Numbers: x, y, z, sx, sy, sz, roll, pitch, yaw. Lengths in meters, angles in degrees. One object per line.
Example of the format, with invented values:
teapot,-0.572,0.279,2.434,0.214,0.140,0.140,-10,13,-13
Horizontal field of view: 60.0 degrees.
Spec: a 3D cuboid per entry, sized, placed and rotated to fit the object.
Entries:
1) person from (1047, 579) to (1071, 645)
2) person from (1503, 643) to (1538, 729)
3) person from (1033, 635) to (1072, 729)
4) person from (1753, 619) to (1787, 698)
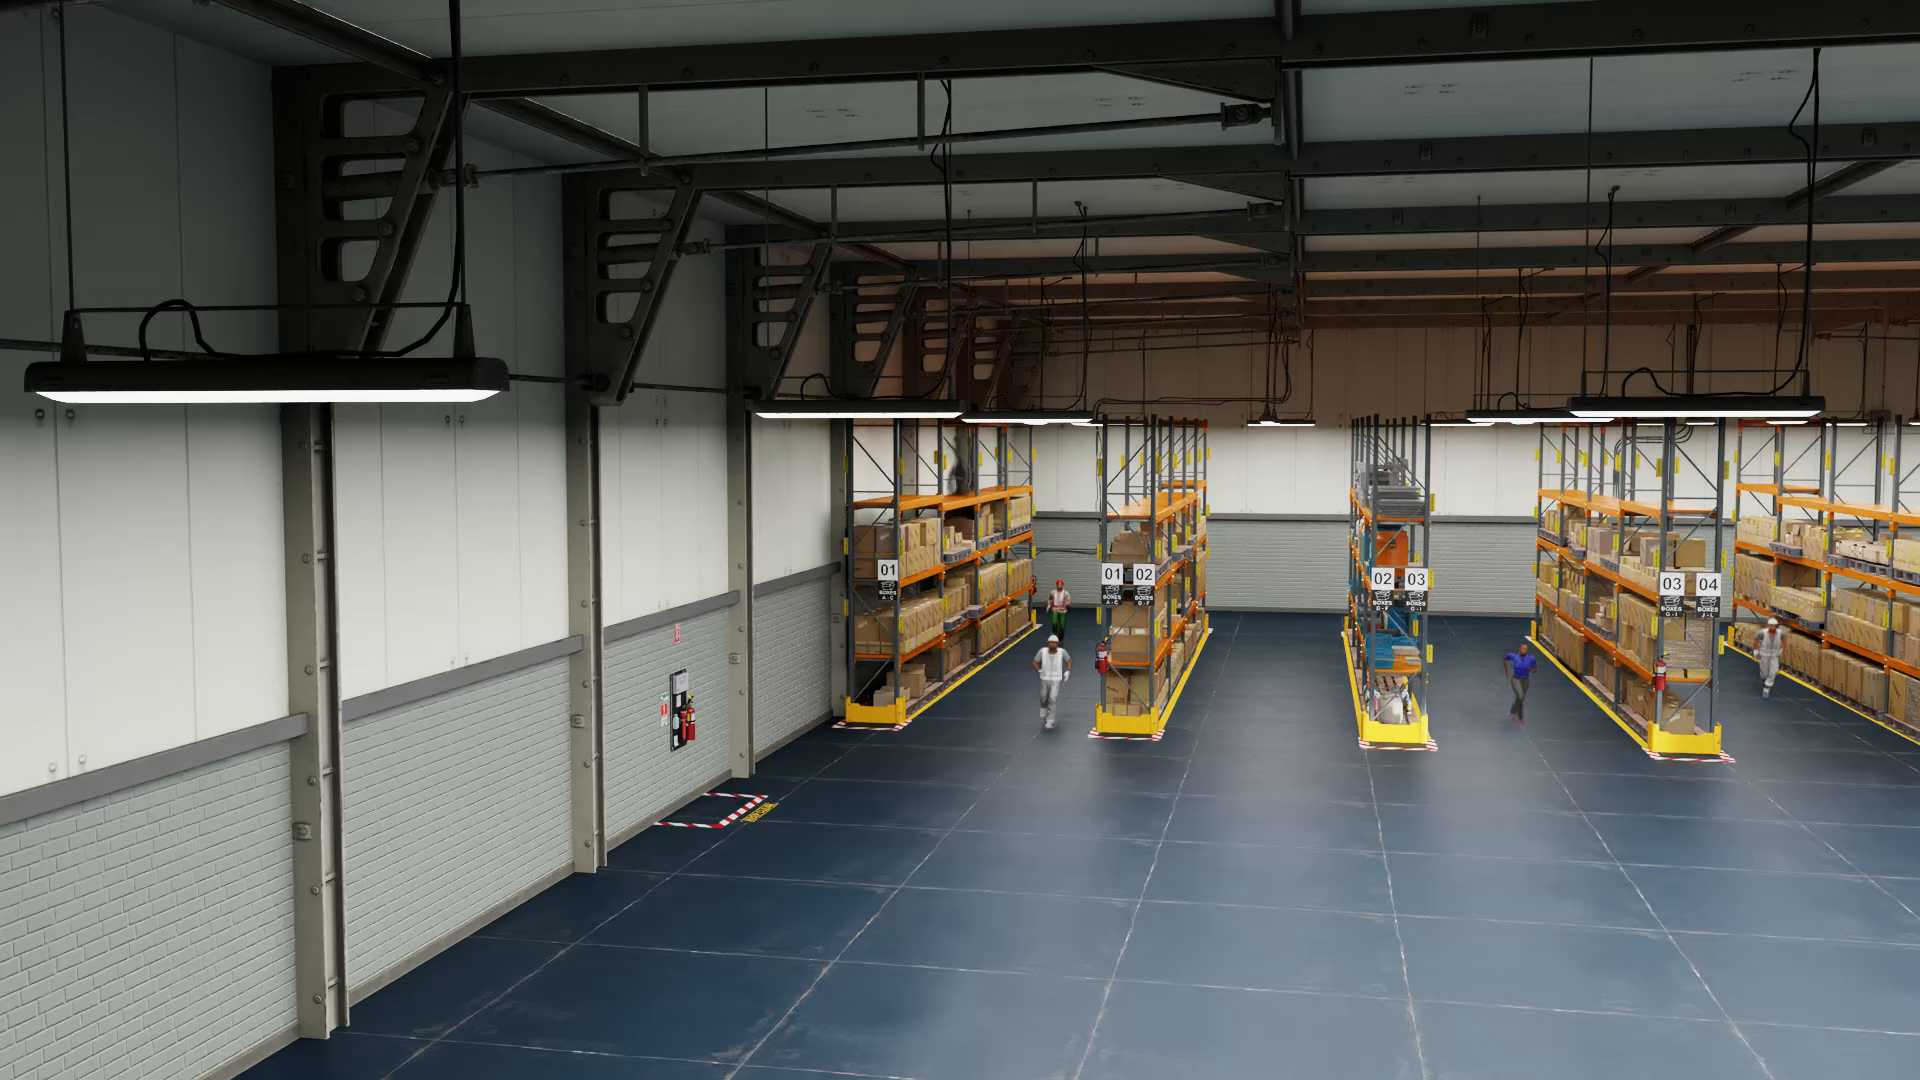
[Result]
person,2.594,1.906,43.677,0.641,1.751,0.695,0,4,4
person,10.814,2.782,32.149,0.572,1.656,0.923,0,4,-2
person,1.786,2.712,32.190,0.752,1.781,0.879,0,4,3
person,17.377,2.511,35.699,0.656,1.717,0.850,1,4,13
